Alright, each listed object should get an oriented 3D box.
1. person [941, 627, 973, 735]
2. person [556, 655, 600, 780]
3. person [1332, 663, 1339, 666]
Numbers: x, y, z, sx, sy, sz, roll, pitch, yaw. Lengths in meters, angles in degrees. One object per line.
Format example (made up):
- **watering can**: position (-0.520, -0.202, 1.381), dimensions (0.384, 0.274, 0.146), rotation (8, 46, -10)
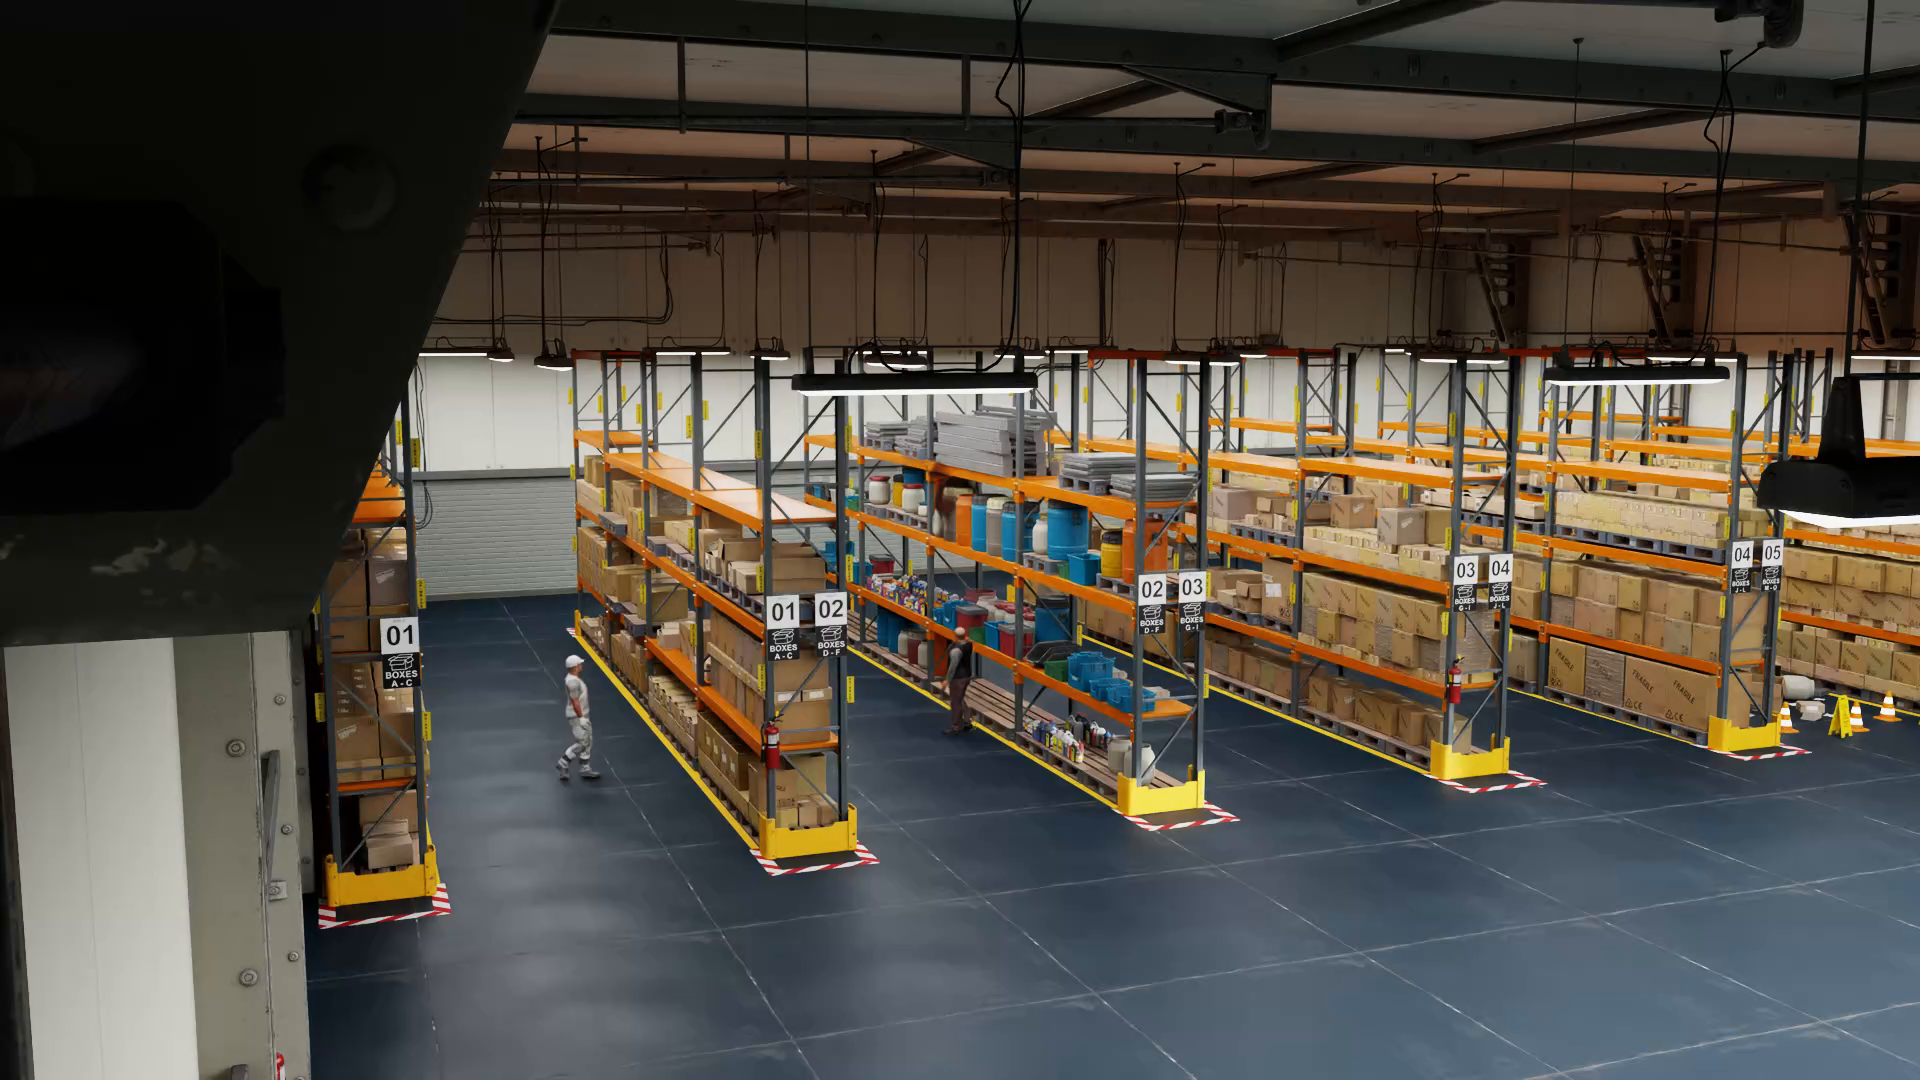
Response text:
- **person**: position (-0.038, 2.236, 26.236), dimensions (0.436, 1.777, 0.617), rotation (3, 8, 22)
- **person**: position (-5.462, 2.512, 23.744), dimensions (0.605, 1.784, 0.598), rotation (0, 7, 2)
- **person**: position (7.197, 1.606, 31.844), dimensions (0.477, 1.531, 0.956), rotation (4, 8, 30)
